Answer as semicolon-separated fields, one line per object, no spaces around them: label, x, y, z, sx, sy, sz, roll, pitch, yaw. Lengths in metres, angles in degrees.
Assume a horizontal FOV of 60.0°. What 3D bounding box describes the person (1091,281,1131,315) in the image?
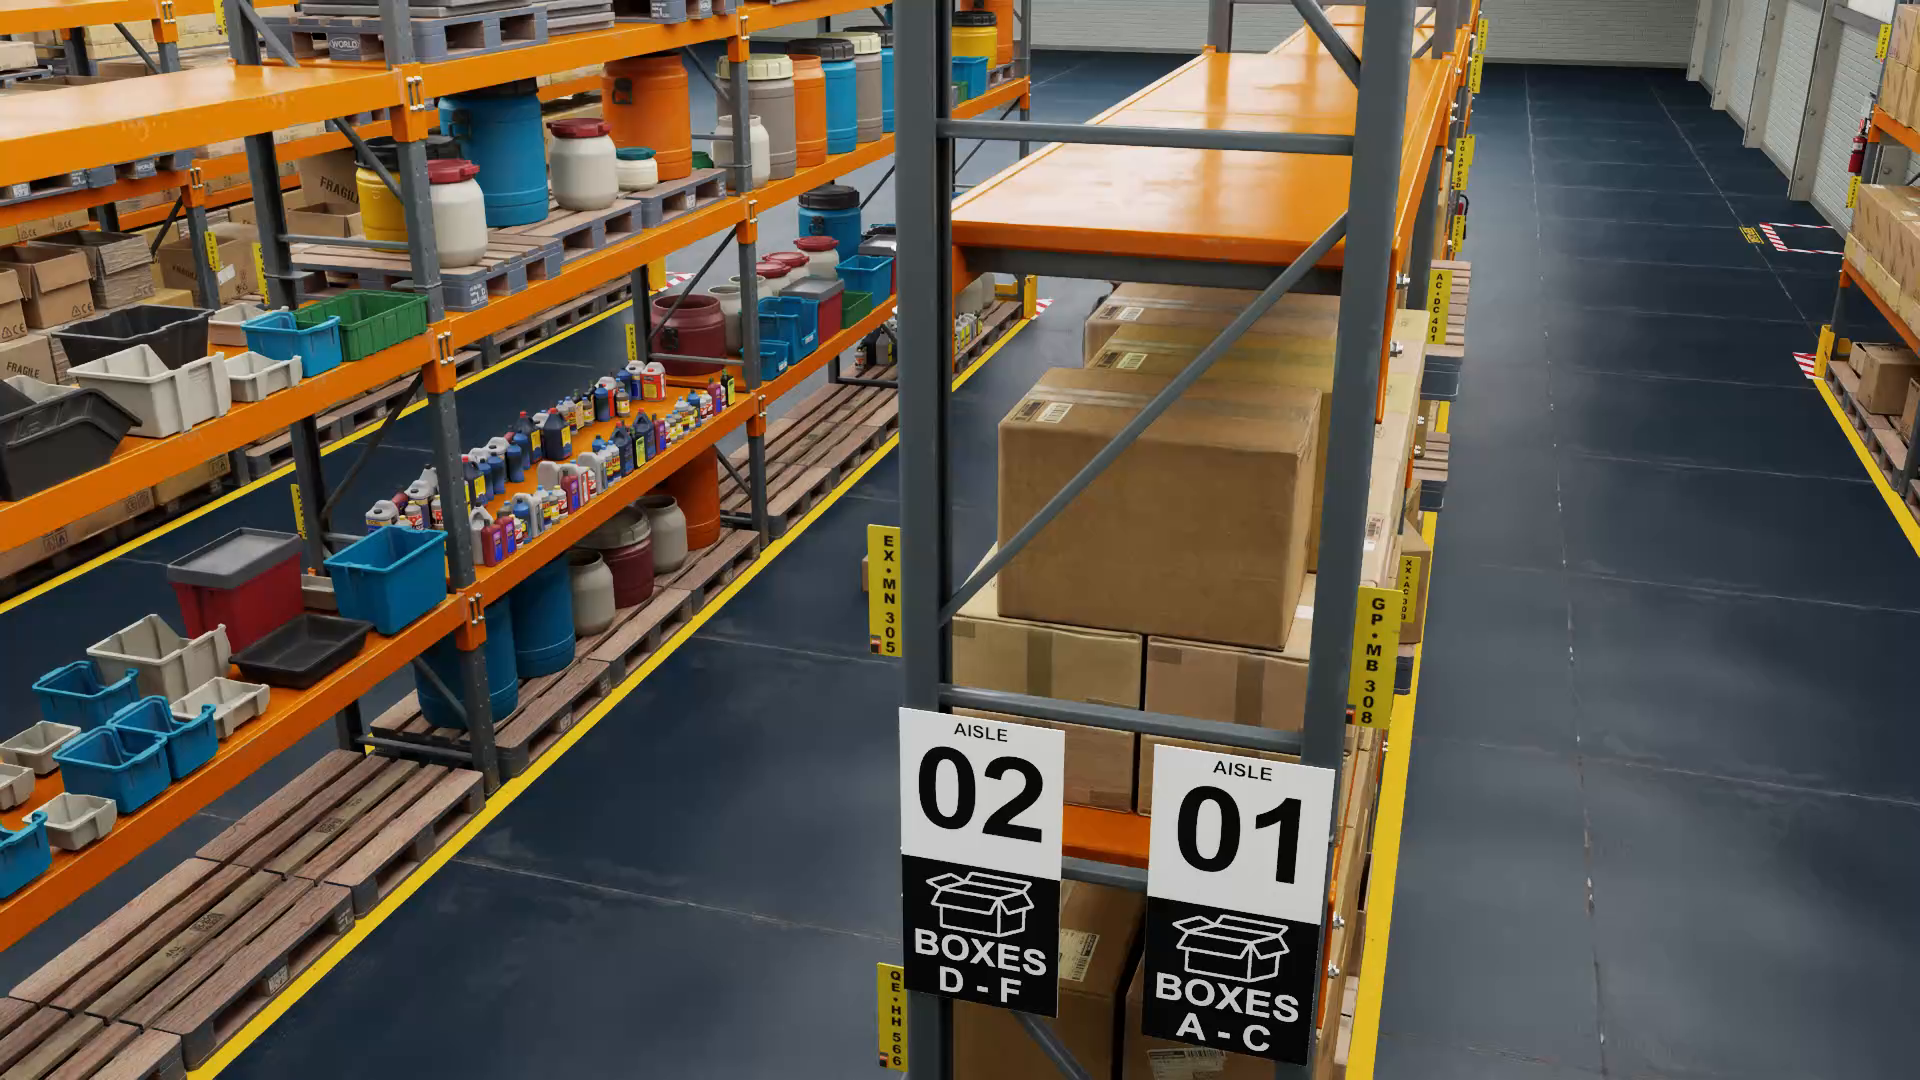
person;1.517;-1.713;15.366;0.538;1.678;0.942;10;24;24
